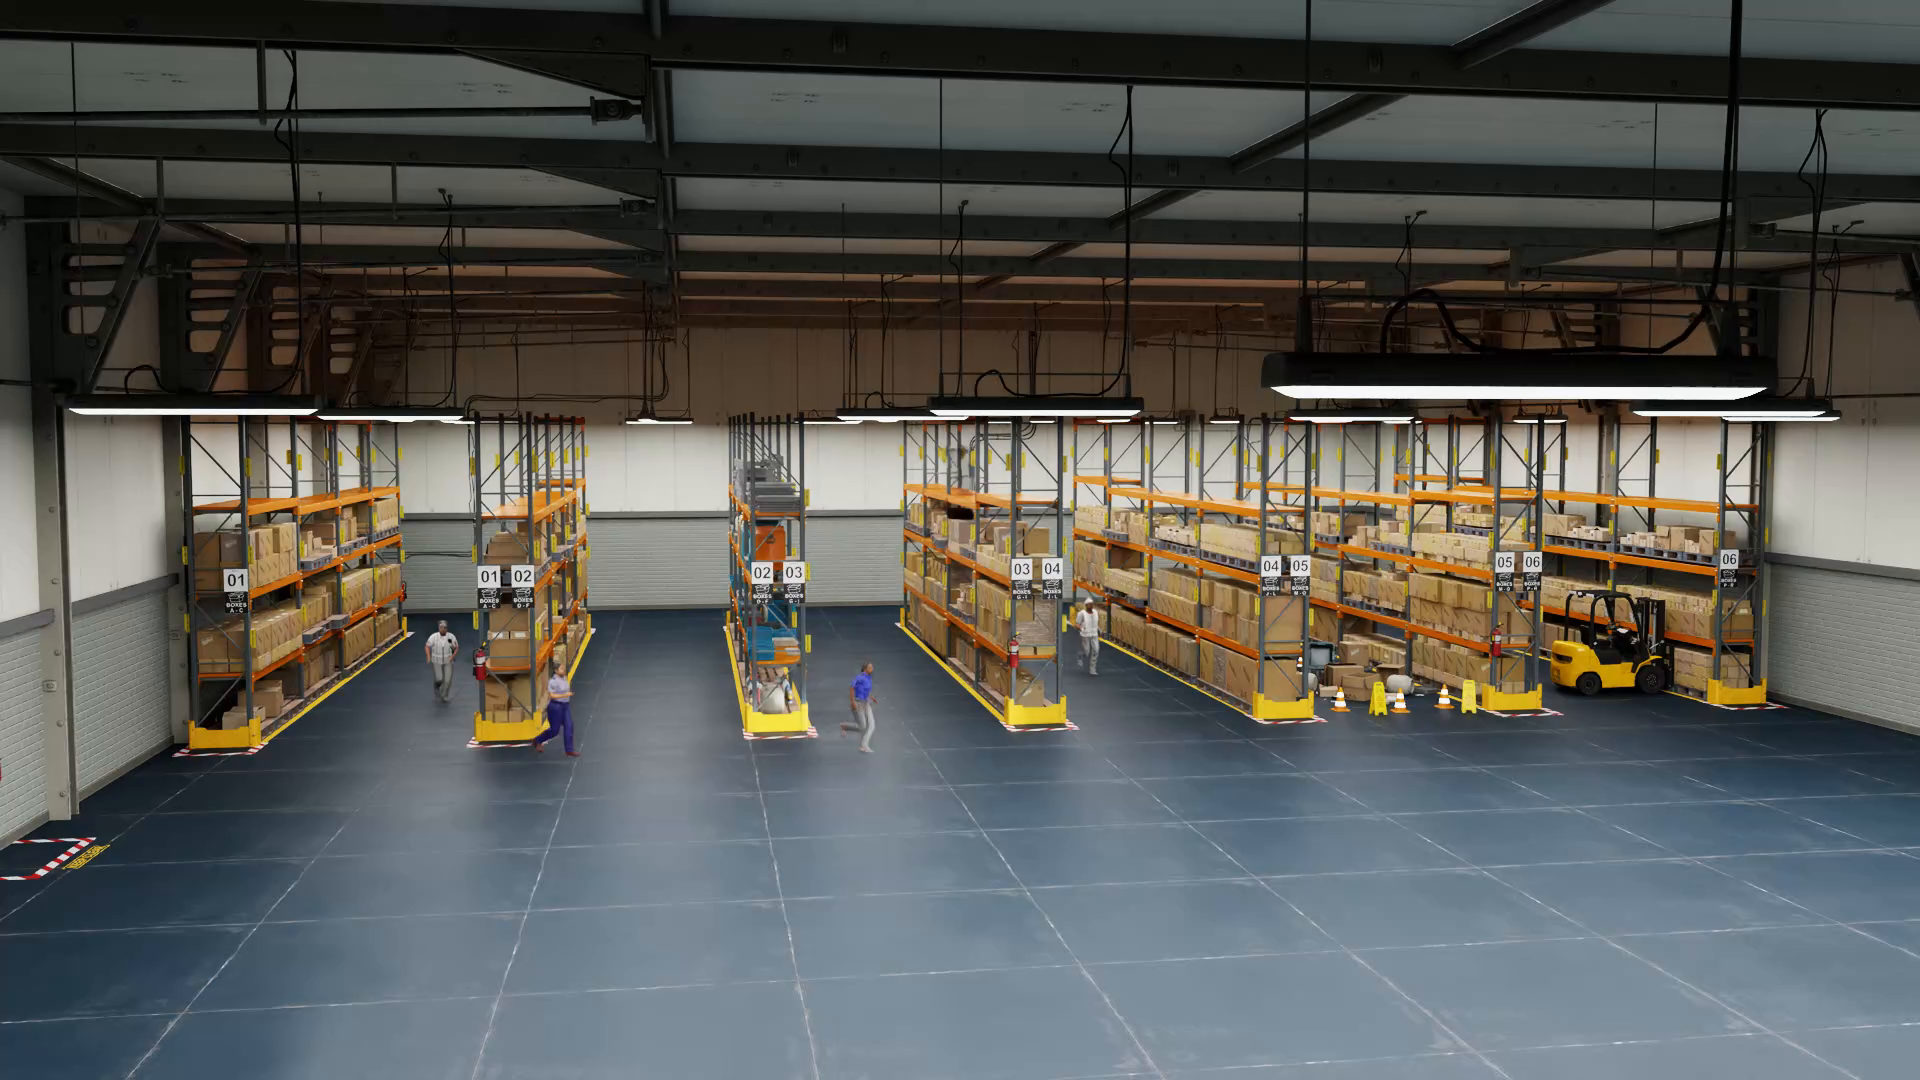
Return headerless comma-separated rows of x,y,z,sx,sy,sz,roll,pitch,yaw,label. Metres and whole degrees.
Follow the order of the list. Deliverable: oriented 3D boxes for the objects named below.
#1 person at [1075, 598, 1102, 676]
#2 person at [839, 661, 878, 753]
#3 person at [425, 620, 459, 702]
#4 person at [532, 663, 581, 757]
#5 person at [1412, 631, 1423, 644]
2.985,2.229,38.545,0.683,1.765,0.849,-2,4,-22,person
-1.802,2.952,29.402,0.683,1.612,0.599,2,4,24,person
-10.720,2.516,34.464,0.653,1.720,0.636,-2,4,-23,person
-6.981,2.934,28.788,0.869,1.635,0.622,1,4,15,person
11.605,2.048,42.153,0.627,1.700,0.760,-1,4,-18,person
